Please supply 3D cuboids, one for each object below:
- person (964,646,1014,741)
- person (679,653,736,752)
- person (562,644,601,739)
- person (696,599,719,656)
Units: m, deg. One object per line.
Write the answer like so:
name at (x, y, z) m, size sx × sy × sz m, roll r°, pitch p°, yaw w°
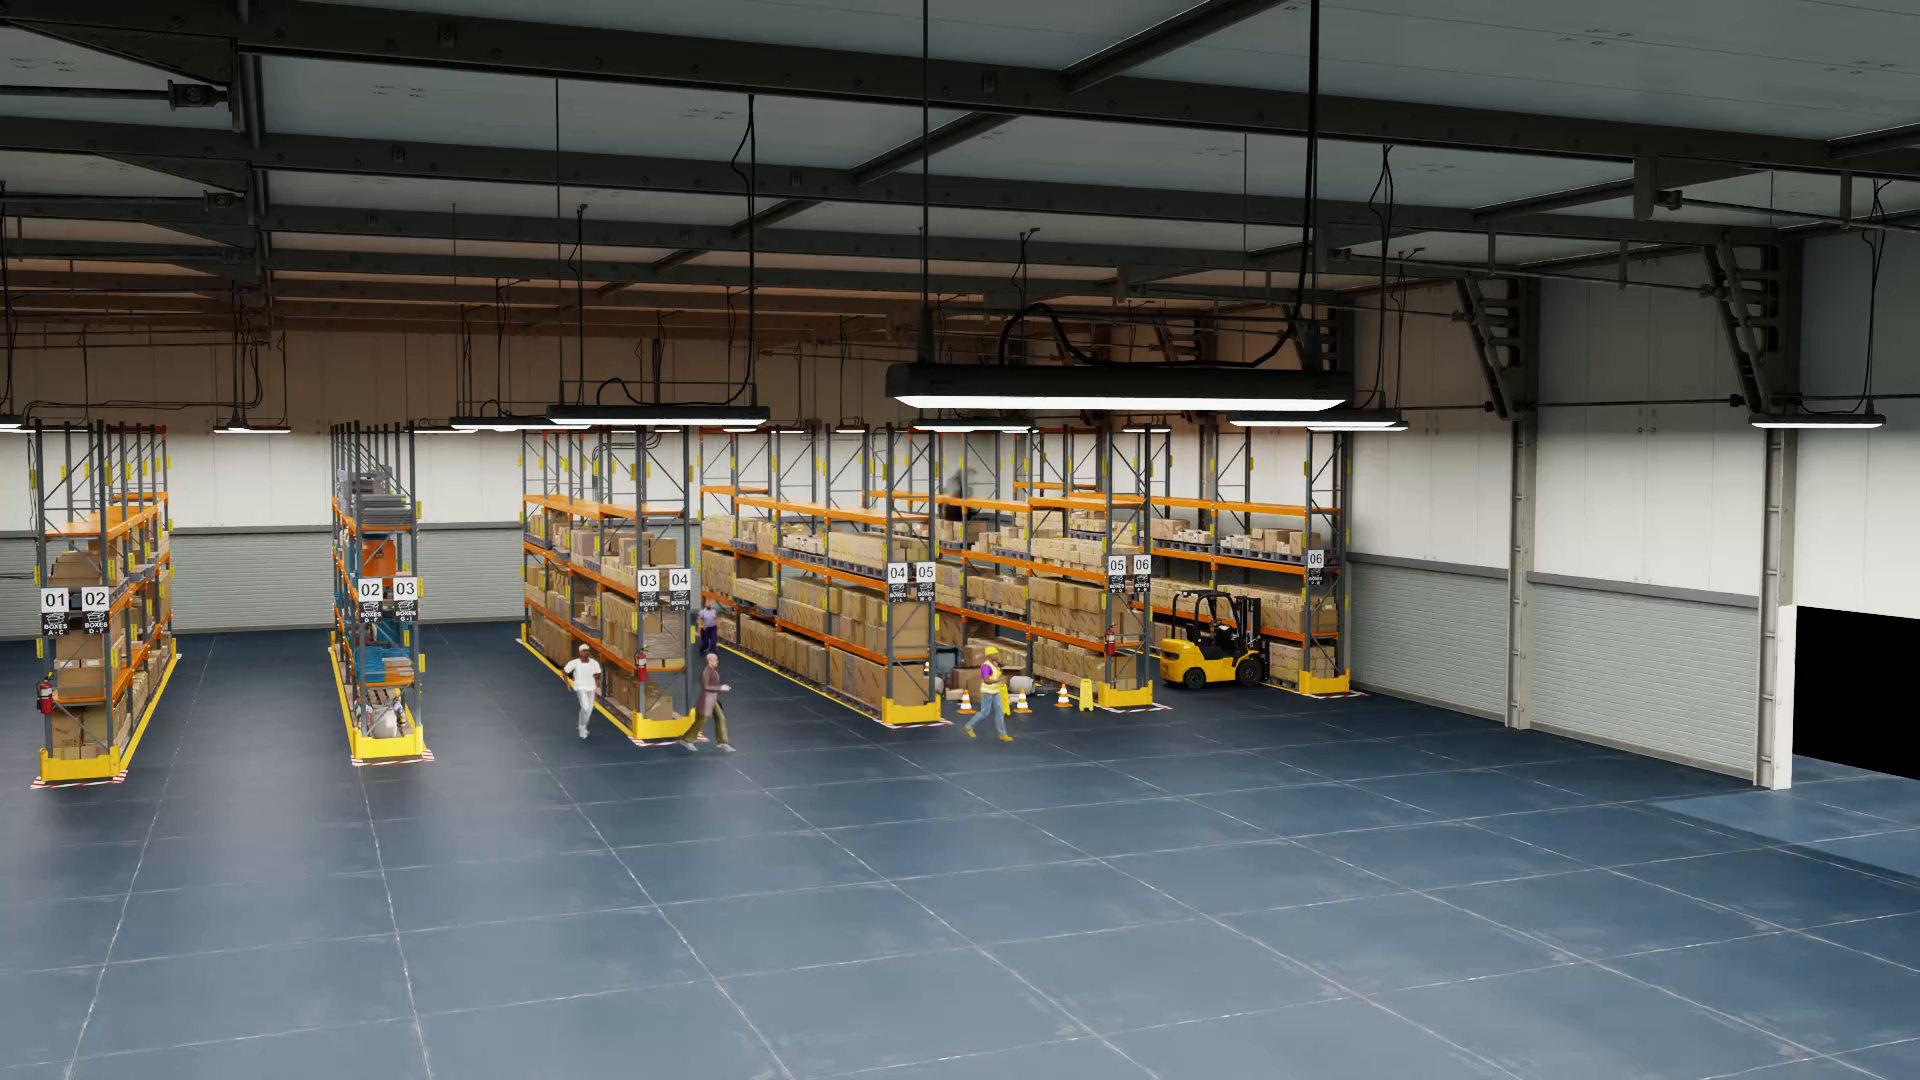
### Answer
person at (0.544, 2.864, 31.075) m, size 0.982 × 1.760 × 0.696 m, roll 2°, pitch 4°, yaw 24°
person at (-4.572, 2.951, 30.064) m, size 1.007 × 1.807 × 0.690 m, roll 0°, pitch 4°, yaw 7°
person at (-7.132, 2.871, 31.636) m, size 0.669 × 1.779 × 0.659 m, roll -3°, pitch 4°, yaw -36°
person at (-6.347, 2.304, 41.999) m, size 0.607 × 1.598 × 0.734 m, roll -2°, pitch 4°, yaw -27°
